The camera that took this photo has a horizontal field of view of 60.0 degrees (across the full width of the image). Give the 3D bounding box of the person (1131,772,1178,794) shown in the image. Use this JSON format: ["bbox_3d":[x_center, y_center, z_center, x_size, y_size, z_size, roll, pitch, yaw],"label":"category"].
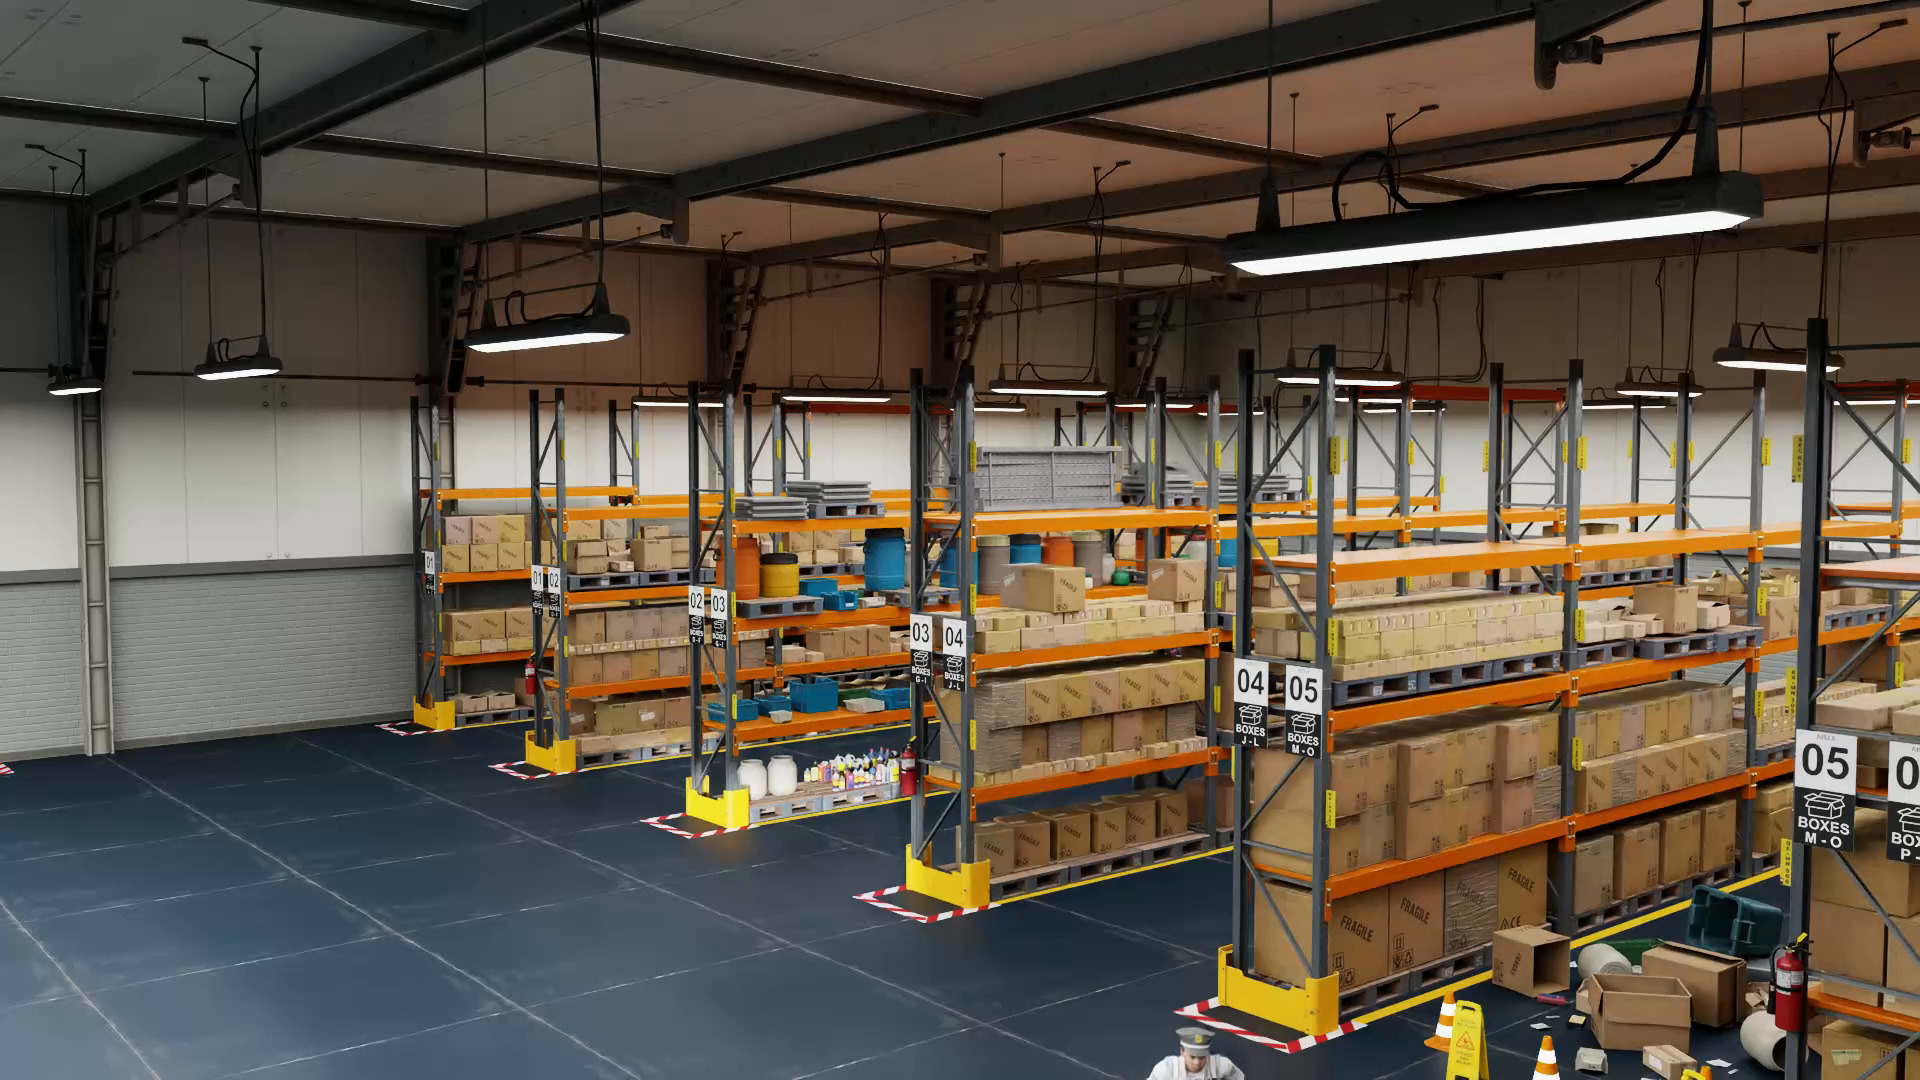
[{"bbox_3d":[2.707,3.022,23.435,0.964,1.617,0.615,-2,4,-34],"label":"person"}]

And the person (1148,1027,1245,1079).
[{"bbox_3d":[1.459,3.763,10.520,0.646,1.630,0.960,0,3,-2],"label":"person"}]

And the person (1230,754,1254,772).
[{"bbox_3d":[4.258,2.901,25.203,0.743,1.605,0.557,-3,5,-43],"label":"person"}]
